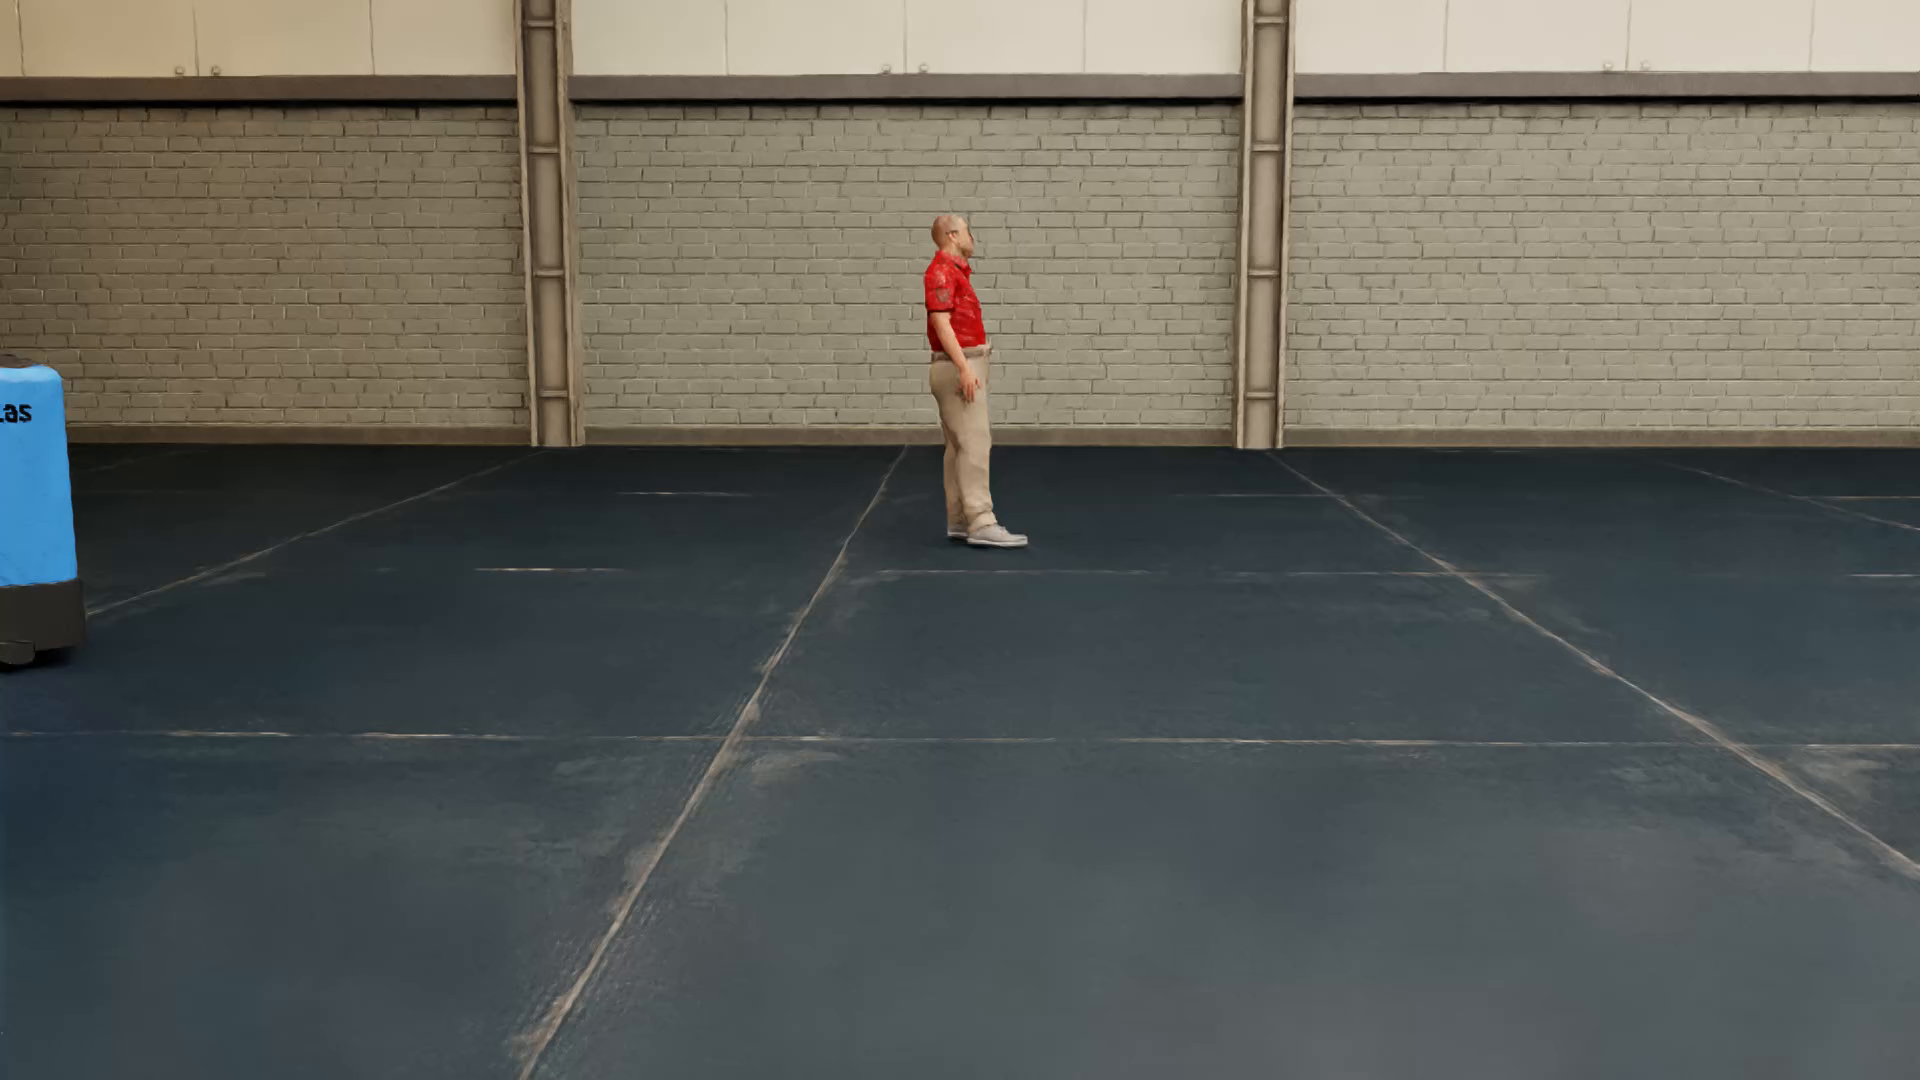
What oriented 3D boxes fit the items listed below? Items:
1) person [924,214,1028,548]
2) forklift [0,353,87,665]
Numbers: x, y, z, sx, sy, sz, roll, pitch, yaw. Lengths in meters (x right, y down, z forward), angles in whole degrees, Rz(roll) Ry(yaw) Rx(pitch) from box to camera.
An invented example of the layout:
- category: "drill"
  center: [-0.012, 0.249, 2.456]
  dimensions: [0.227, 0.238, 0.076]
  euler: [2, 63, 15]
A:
- category: "person"
  center: [0.089, -0.860, 8.856]
  dimensions: [0.550, 1.727, 0.640]
  euler: [0, 9, 1]
- category: "forklift"
  center: [-4.691, -0.929, 5.377]
  dimensions: [3.031, 2.935, 1.130]
  euler: [-6, 11, -35]
